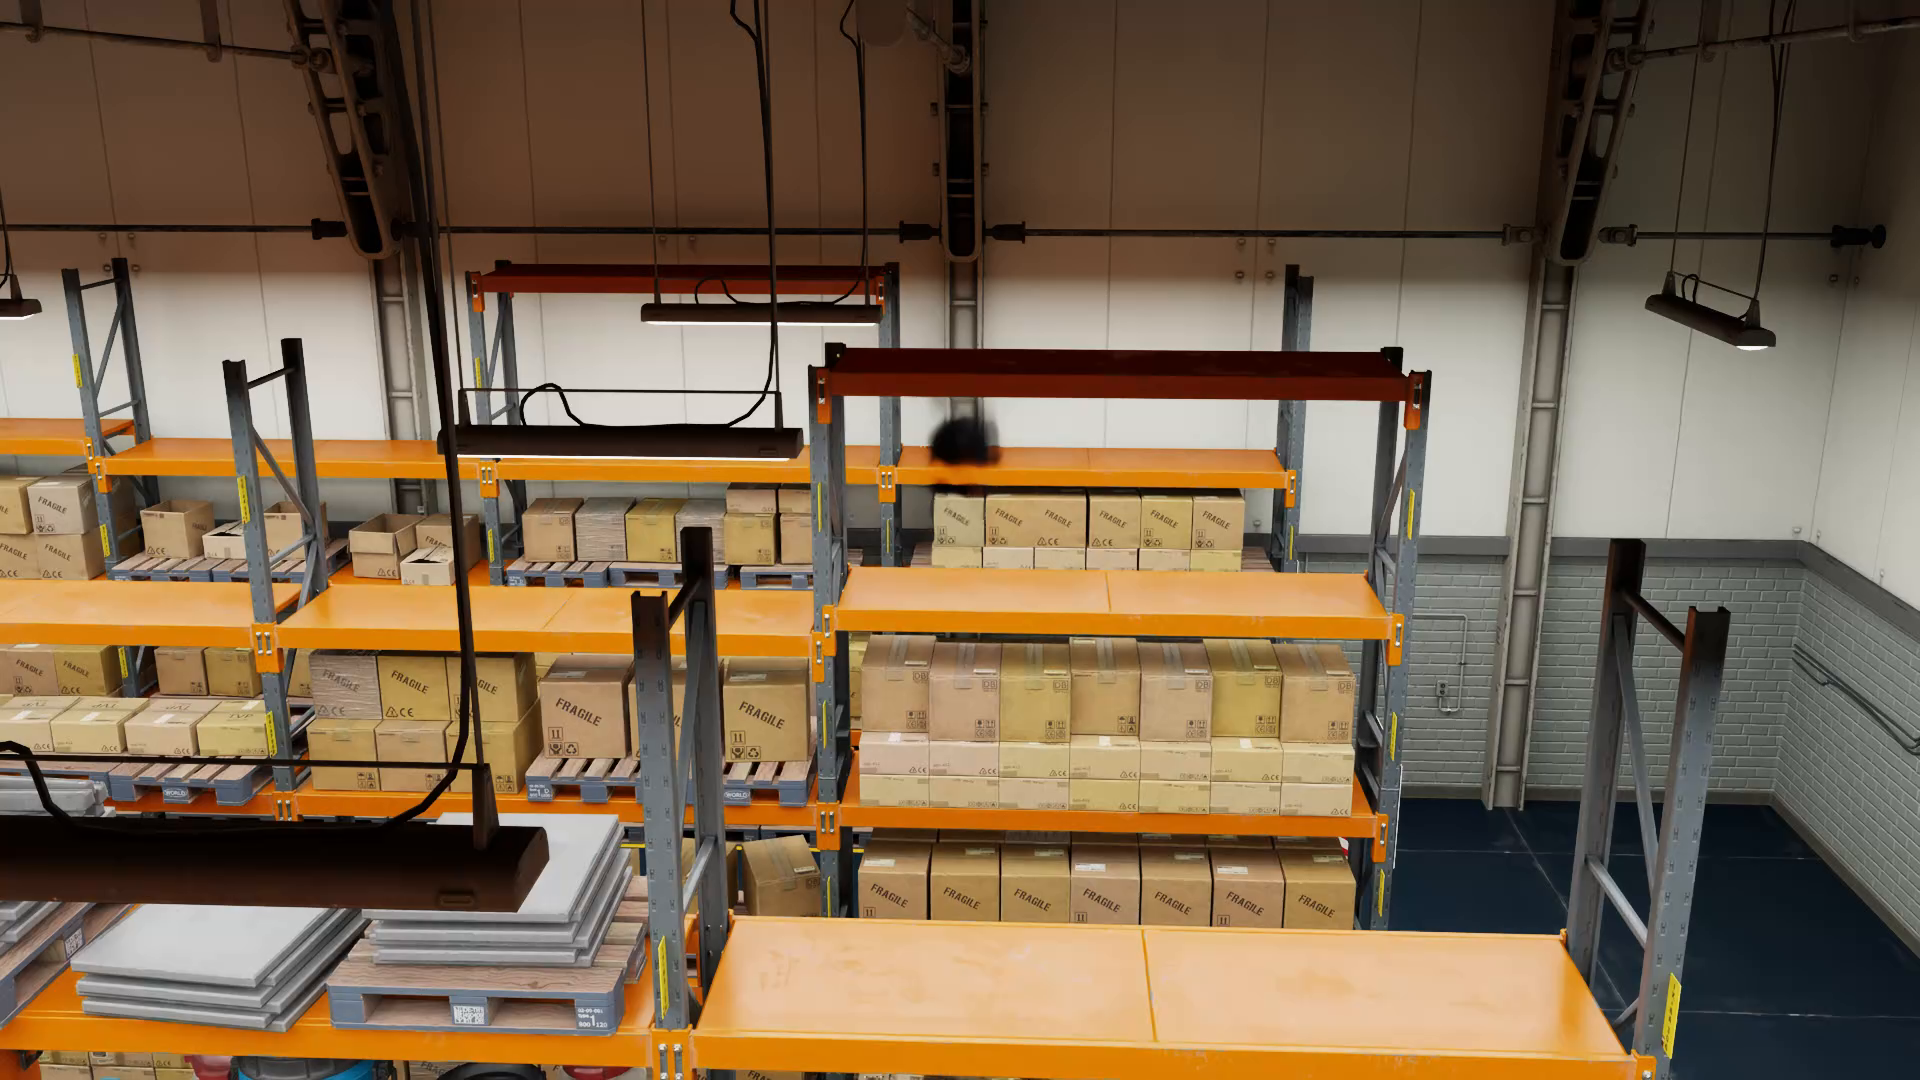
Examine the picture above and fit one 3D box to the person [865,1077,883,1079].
[{"bbox_3d":[-0.559,4.271,10.920,0.701,1.626,0.536,-2,16,-5],"label":"person"}]
